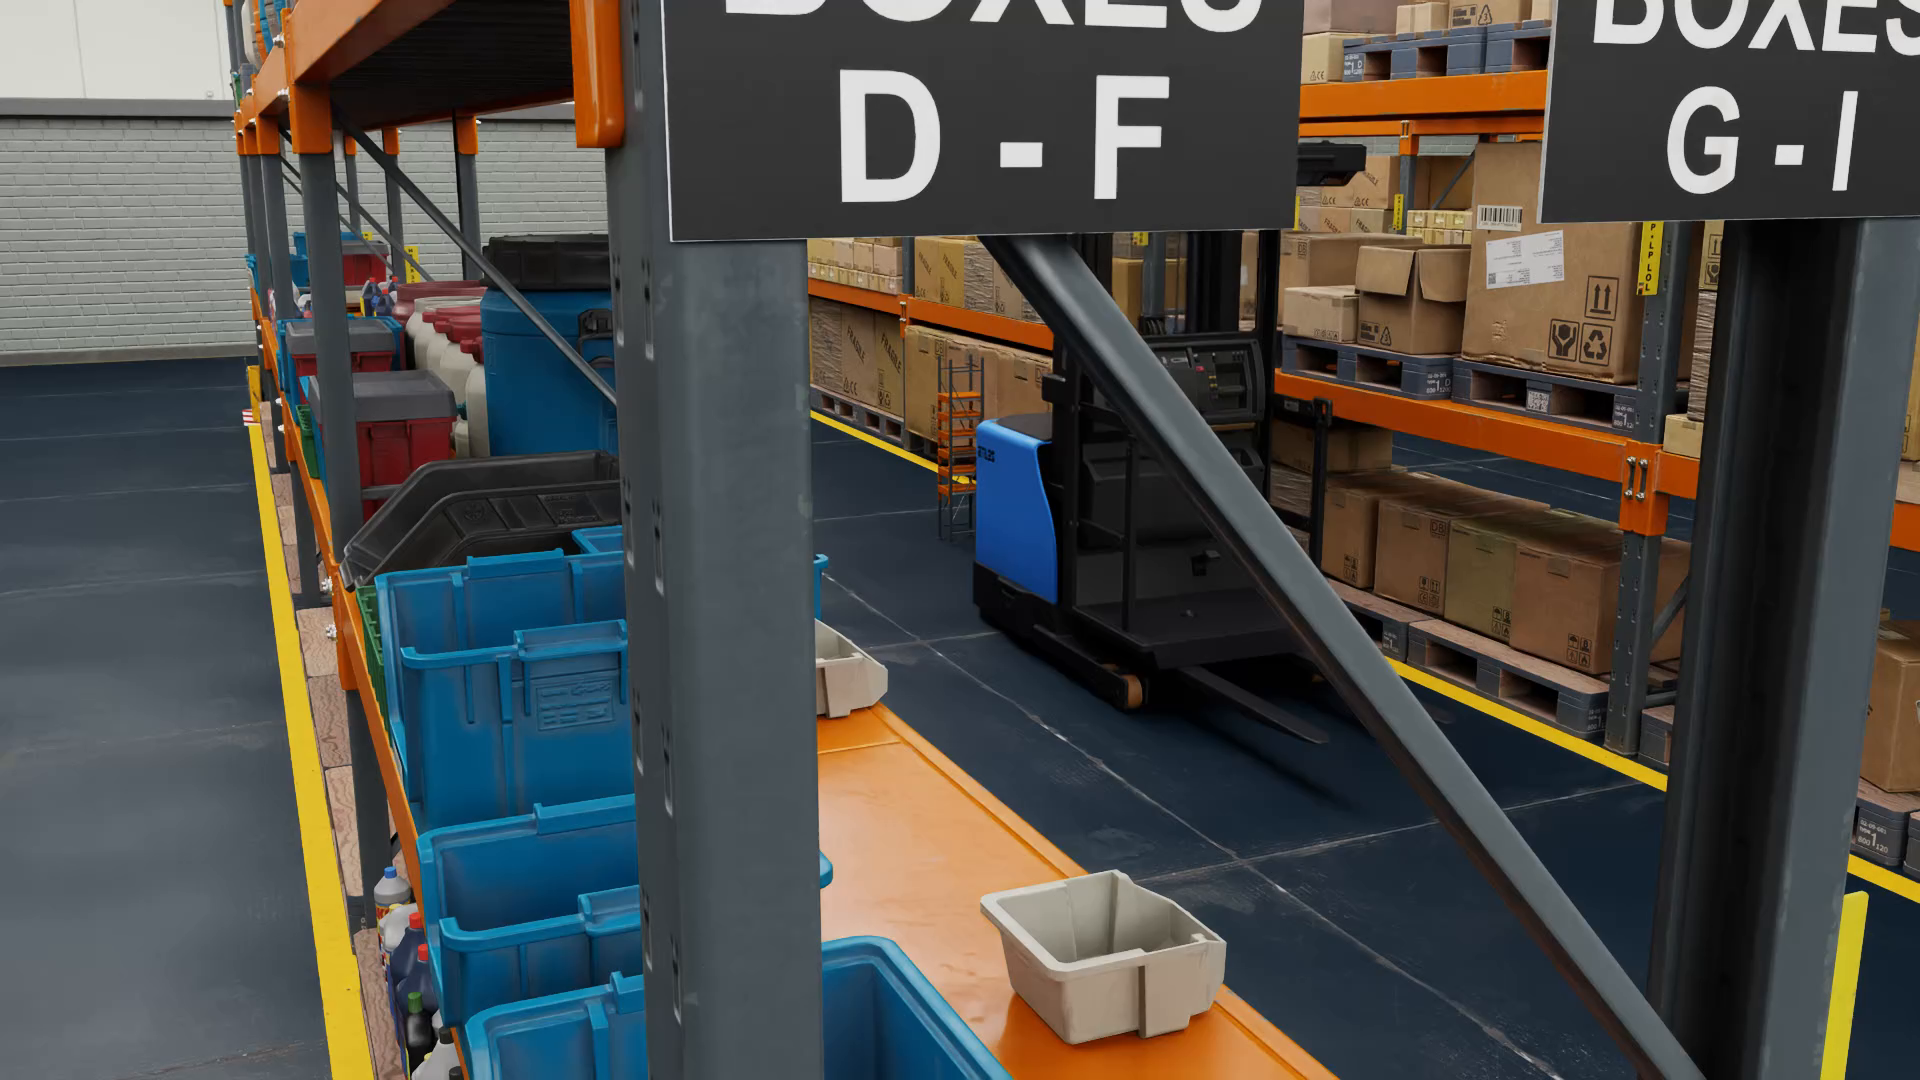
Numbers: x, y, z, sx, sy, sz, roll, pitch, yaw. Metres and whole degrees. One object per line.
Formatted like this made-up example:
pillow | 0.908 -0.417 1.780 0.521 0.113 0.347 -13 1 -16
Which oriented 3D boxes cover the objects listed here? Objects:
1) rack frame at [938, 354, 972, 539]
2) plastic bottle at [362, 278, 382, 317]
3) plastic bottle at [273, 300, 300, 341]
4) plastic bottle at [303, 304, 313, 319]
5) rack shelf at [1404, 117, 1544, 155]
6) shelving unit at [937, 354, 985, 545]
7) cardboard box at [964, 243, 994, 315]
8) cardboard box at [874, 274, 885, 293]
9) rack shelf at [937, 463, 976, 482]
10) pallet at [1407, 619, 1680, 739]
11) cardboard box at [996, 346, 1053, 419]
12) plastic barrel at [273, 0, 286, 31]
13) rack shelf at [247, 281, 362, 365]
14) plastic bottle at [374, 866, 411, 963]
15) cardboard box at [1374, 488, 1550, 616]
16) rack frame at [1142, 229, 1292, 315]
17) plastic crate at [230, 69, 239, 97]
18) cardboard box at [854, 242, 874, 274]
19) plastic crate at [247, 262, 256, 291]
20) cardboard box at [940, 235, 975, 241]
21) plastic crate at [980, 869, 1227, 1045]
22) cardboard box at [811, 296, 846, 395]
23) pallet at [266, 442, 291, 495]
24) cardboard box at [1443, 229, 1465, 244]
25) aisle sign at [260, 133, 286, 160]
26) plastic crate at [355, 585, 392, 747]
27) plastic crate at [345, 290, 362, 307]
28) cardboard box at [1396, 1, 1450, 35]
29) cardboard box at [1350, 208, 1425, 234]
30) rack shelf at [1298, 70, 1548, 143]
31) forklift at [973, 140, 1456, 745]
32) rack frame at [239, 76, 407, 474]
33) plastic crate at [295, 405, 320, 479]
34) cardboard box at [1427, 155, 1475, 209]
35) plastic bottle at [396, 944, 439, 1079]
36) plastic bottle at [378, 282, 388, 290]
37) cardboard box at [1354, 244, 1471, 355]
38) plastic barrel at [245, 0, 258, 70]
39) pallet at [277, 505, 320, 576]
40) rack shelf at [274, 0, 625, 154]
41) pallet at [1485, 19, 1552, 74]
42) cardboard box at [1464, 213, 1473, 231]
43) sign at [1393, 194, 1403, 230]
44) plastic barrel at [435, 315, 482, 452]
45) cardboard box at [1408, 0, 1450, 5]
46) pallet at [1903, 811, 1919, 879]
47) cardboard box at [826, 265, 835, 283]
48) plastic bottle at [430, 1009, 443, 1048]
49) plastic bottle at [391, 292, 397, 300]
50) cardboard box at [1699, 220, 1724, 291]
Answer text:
rack frame | -0.031 -0.600 10.803 0.240 1.200 0.006 -6 14 -23
plastic bottle | -3.927 -1.579 11.148 0.144 0.351 0.185 -6 14 -23
plastic bottle | -4.236 -1.385 10.475 0.152 0.276 0.135 -6 14 -23
plastic bottle | -3.887 -1.263 9.935 0.061 0.283 0.133 -6 14 -23
rack shelf | 5.388 -3.386 13.792 1.077 0.370 4.000 -6 14 -23
shelving unit | 0.006 -0.582 10.722 0.258 1.200 0.189 -6 14 -23
cardboard box | 0.359 -1.986 12.575 0.500 0.500 0.500 -6 14 -24
cardboard box | -0.524 -2.226 14.392 0.380 0.149 0.250 -5 14 -22
rack shelf | 0.006 -0.421 10.759 0.258 0.103 0.180 -6 14 -23
pallet | 2.893 0.589 7.857 1.003 0.211 1.213 -6 14 -23
cardboard box | 0.997 -0.934 12.034 1.225 0.875 0.875 -6 14 -23
plastic barrel | -1.735 -1.953 4.890 0.600 0.901 0.708 -6 14 -23
rack shelf | -5.338 -1.877 13.923 1.077 0.370 4.000 -6 14 -23
plastic bottle | -1.606 1.059 4.718 0.097 0.271 0.097 0 13 0
cardboard box | 2.582 0.050 8.569 0.700 0.500 0.500 -7 15 -28
rack frame | 1.604 -1.435 10.419 1.000 3.000 0.127 -6 14 -23
plastic crate | -5.779 -3.731 13.825 0.504 0.338 0.767 -6 14 -23
cardboard box | -0.625 -2.508 14.726 0.500 0.250 0.500 -5 14 -21
plastic crate | -5.814 -2.236 14.115 0.416 0.233 0.300 -6 14 -23
cardboard box | 0.265 -2.668 13.298 0.797 0.503 0.637 -6 14 -24
plastic crate | 0.207 0.579 2.299 0.298 0.136 0.250 -6 14 -23
cardboard box | -0.907 -1.945 16.400 0.875 0.875 0.875 -6 14 -23
pallet | -4.867 -0.604 13.012 1.003 0.211 1.213 -6 14 -23
cardboard box | 4.532 -2.686 14.790 0.380 0.149 0.250 -5 14 -22
aisle sign | -6.440 -3.895 15.282 0.394 0.787 0.004 -6 14 -23
plastic crate | -1.047 0.248 3.617 0.450 0.188 0.662 -6 14 -23
plastic crate | -4.592 -1.824 12.551 0.396 0.136 0.243 -6 14 -23
cardboard box | 2.363 -2.539 8.124 0.380 0.166 0.250 -6 14 -25
cardboard box | 4.134 -2.957 16.112 0.500 0.500 0.500 -6 14 -23
rack shelf | 2.405 -2.133 8.376 1.077 0.370 4.000 -6 14 -23
forklift | 1.110 -0.764 7.669 1.130 2.935 3.031 -5 14 -22
rack frame | -4.537 -1.814 12.057 1.000 3.000 0.127 -6 14 -23
plastic crate | -2.288 -0.393 6.384 0.450 0.188 0.662 -6 14 -23
cardboard box | 4.629 -3.485 16.175 0.500 0.500 0.500 -5 14 -22
plastic bottle | -1.313 1.158 4.113 0.144 0.351 0.185 -6 14 -25
plastic bottle | -4.083 -1.702 11.845 0.152 0.276 0.135 -6 14 -23
cardboard box | 2.427 -1.214 8.301 0.797 0.503 0.637 -4 14 -17
plastic barrel | -3.091 -2.412 7.738 0.421 0.512 0.421 0 13 0
pallet | -3.773 -0.040 10.575 1.003 0.211 1.213 -6 14 -23
rack shelf | -0.531 -0.859 2.873 1.077 0.370 4.000 -6 14 -23
pallet | 3.057 -2.116 7.124 1.213 0.211 1.003 -6 14 -23
cardboard box | 4.638 -2.776 14.518 0.380 0.149 0.250 -6 14 -24
sign | 4.093 -3.060 15.519 0.100 0.325 0.005 -6 14 -23
plastic barrel | -1.808 -0.597 6.494 0.433 0.535 0.433 0 13 0
cardboard box | 2.424 -2.904 8.783 0.500 0.500 0.500 -5 14 -22
pallet | 4.000 1.138 5.486 1.003 0.211 1.213 -6 14 -23
cardboard box | -1.037 -2.491 15.537 0.380 0.149 0.250 -5 14 -22
plastic bottle | -1.220 1.224 4.006 0.097 0.271 0.097 0 13 0
plastic bottle | -3.680 -1.494 10.948 0.152 0.276 0.135 -6 14 -23
cardboard box | 3.154 -1.174 6.190 0.500 0.500 0.500 -6 14 -23
